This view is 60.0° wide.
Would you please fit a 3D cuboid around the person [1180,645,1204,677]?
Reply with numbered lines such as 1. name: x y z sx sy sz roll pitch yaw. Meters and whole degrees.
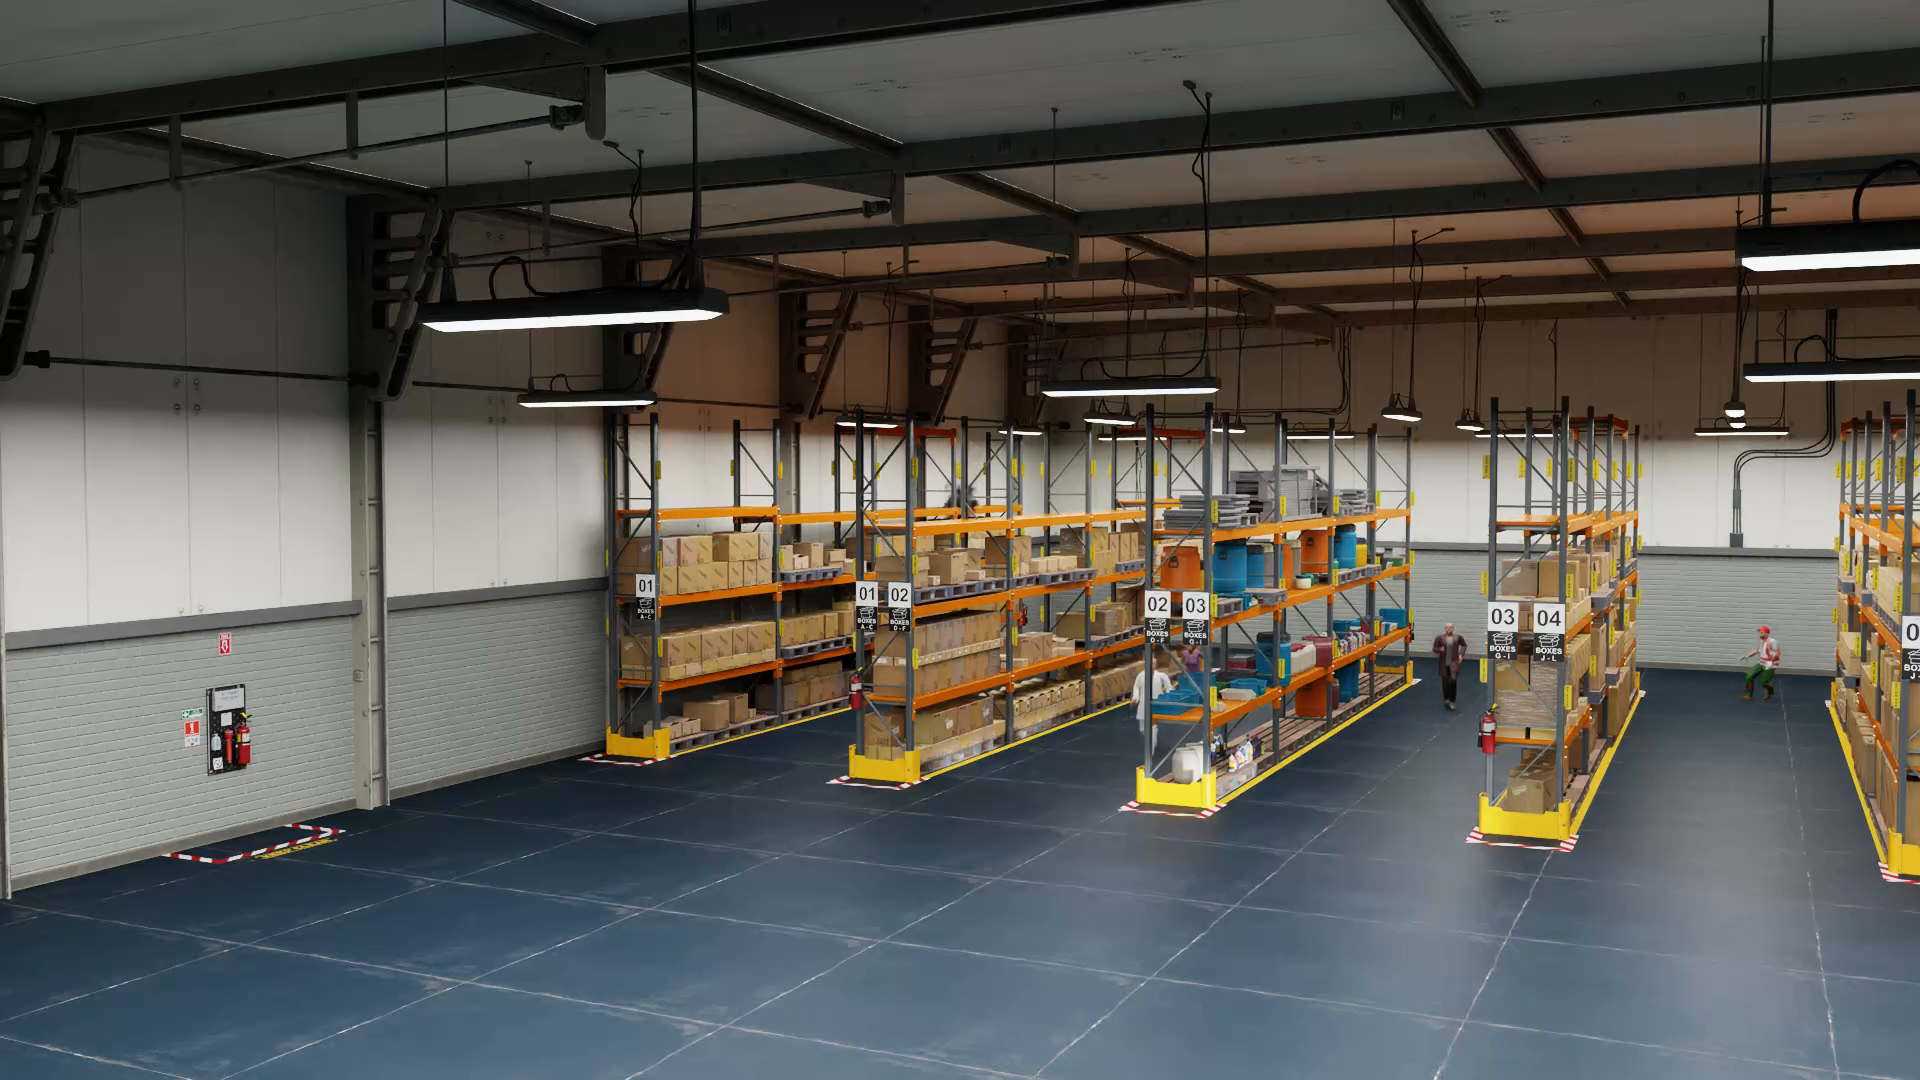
1. person: 4.753 2.831 33.969 0.518 1.508 0.639 1 3 26

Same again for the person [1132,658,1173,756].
1. person: 3.367 2.929 29.101 0.724 1.752 0.653 1 3 24

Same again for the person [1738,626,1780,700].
1. person: 17.325 2.667 35.917 0.624 1.637 0.851 -1 3 -21

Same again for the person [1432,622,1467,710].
1. person: 10.291 2.648 34.985 0.685 1.827 0.776 1 3 20
